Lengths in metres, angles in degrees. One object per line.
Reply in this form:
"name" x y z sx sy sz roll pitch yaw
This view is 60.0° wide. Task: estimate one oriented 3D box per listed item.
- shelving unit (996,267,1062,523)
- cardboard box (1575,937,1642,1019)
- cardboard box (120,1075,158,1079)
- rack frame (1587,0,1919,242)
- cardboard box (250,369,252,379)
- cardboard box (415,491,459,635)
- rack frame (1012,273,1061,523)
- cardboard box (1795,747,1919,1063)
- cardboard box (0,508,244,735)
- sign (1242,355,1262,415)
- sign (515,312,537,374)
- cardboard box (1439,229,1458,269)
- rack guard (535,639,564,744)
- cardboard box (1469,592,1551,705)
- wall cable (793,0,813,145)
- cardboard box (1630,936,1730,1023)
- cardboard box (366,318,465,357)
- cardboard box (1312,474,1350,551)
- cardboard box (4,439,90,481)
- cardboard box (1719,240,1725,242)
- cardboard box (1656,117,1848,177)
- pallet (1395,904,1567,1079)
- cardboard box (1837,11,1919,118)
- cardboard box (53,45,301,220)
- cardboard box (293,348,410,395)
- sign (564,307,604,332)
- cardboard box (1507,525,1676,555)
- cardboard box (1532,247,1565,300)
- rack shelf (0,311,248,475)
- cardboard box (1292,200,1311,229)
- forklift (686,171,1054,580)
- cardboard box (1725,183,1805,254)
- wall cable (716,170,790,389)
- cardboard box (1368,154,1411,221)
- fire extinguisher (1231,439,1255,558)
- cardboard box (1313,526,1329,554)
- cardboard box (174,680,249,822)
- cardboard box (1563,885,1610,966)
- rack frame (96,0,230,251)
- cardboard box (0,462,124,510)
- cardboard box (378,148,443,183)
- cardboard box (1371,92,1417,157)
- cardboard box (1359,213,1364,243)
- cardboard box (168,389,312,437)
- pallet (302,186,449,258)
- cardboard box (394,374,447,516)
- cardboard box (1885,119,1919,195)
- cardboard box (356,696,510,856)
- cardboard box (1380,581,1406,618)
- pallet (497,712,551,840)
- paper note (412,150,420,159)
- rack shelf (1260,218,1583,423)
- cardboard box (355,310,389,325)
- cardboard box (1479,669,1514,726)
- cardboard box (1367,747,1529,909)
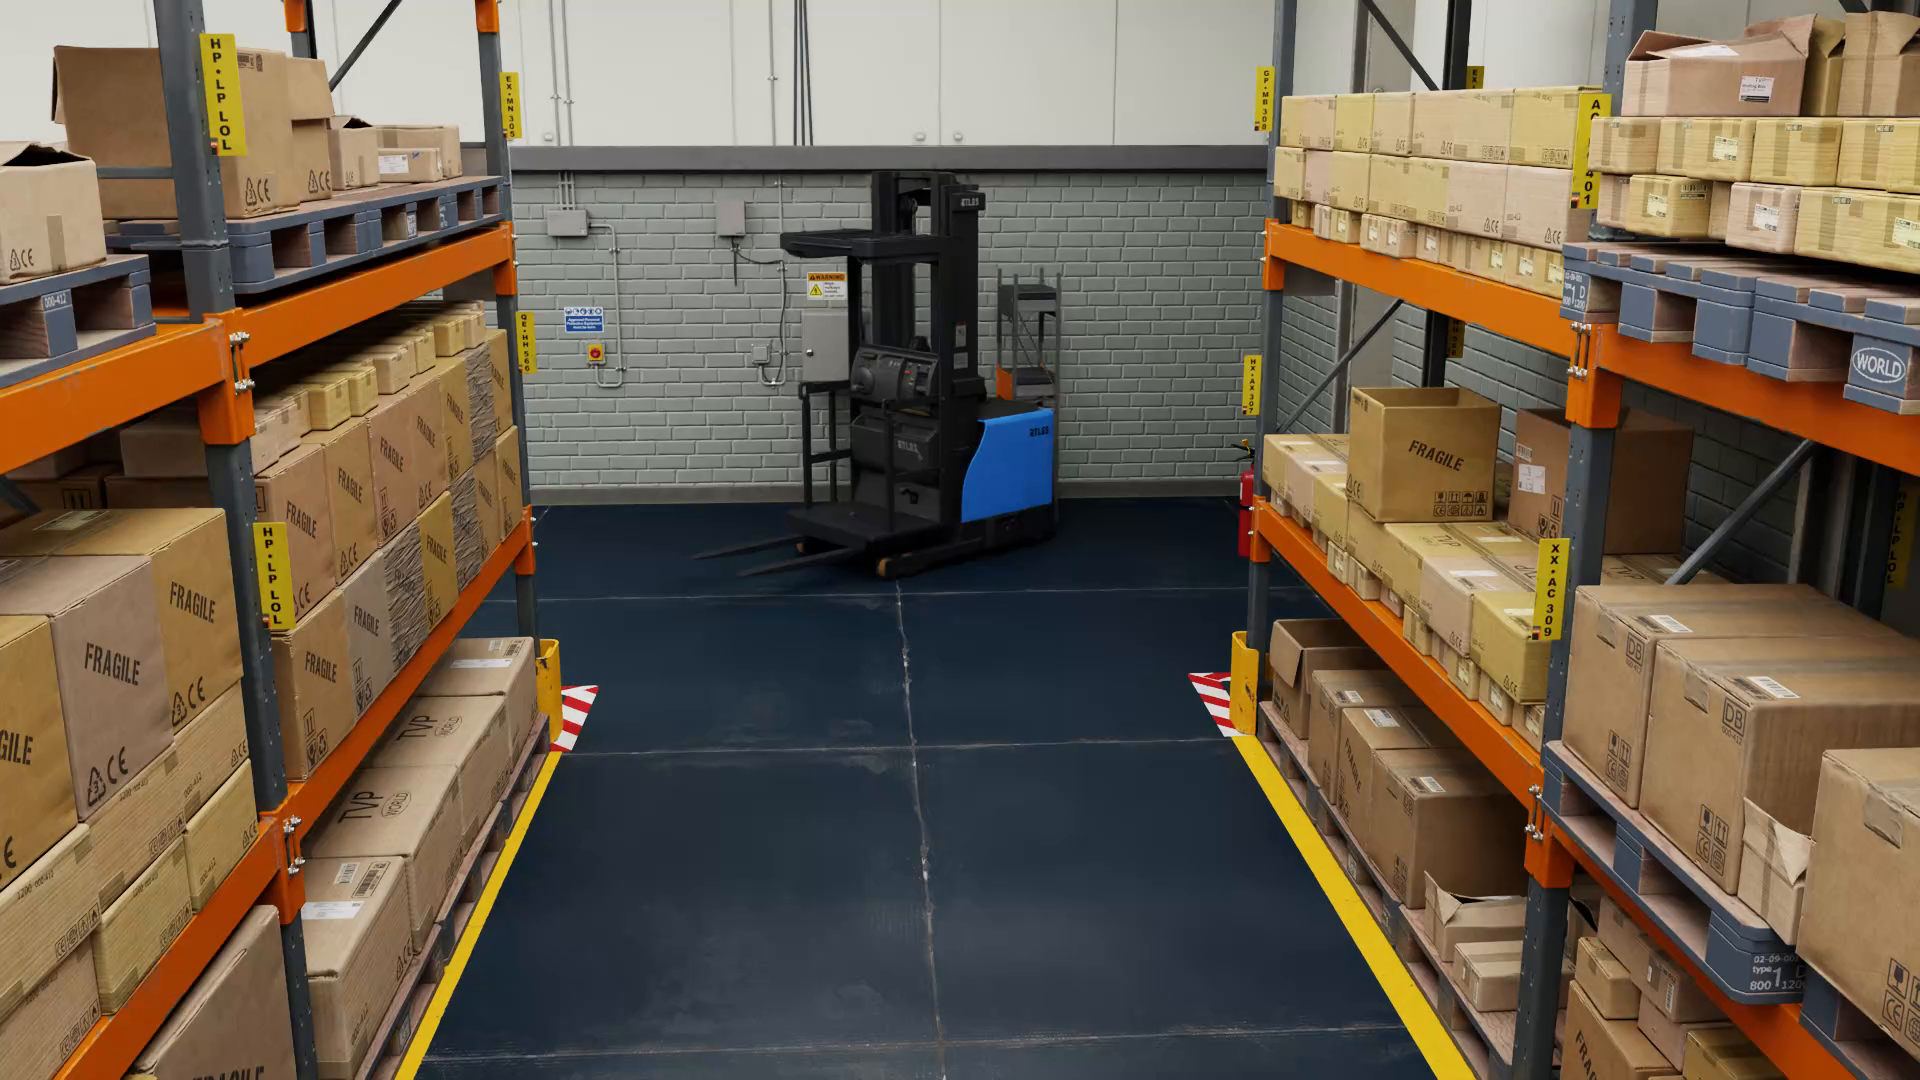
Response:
"shelving unit" 0.570 -1.213 14.025 0.431 2.100 0.503 -4 15 -14
"cardboard box" 2.137 1.350 5.133 0.380 0.149 0.250 0 14 -1
"cardboard box" -2.392 1.844 3.762 0.875 0.875 0.875 0 14 -2
"rack frame" 2.380 -2.342 4.570 1.000 3.000 0.127 -1 14 -3
"cardboard box" -2.957 -0.658 6.553 0.380 0.149 0.250 -1 14 -3
"cardboard box" -2.425 0.094 6.939 0.500 0.500 0.500 0 14 -2
"rack frame" 0.629 -1.154 13.796 0.400 2.100 0.015 -4 15 -14
"cardboard box" 2.267 0.759 3.513 0.700 0.500 0.500 -1 14 -4
"cardboard box" -2.296 0.215 4.463 0.500 0.500 0.500 0 14 -2
"sign" 1.591 -0.842 9.044 0.100 0.325 0.005 -1 14 -3
"sign" -2.279 -1.034 8.728 0.100 0.325 0.005 -1 14 -3
"cardboard box" 2.045 -1.109 6.300 0.380 0.149 0.250 0 14 -2
"rack guard" -2.823 0.851 9.217 1.175 0.500 0.348 -1 14 -3
"cardboard box" 2.105 0.369 5.777 0.500 0.250 0.500 -1 14 -2
"wall cable" 0.078 -4.733 13.785 2.988 3.039 0.133 -1 14 -3
"cardboard box" 2.201 1.269 4.848 0.380 0.149 0.250 -2 15 -6
"cardboard box" -2.485 -0.926 7.596 0.380 0.149 0.250 -1 14 -2
"cardboard box" 1.957 -0.135 7.734 0.500 0.250 0.500 -1 14 -4
"cardboard box" -2.911 -0.278 5.077 0.380 0.149 0.250 -1 14 -5
"cardboard box" 2.633 -1.091 5.432 0.500 0.250 0.500 -1 14 -5
"cardboard box" 2.048 -1.017 4.305 0.380 0.149 0.250 -1 14 -3
"pallet" 2.338 1.743 6.329 1.003 0.211 1.213 -1 14 -3
"cardboard box" 2.517 -1.224 4.277 0.396 0.266 0.258 -1 14 -3
"cardboard box" -2.401 -1.262 5.146 0.500 0.500 0.500 -1 14 -2
"cardboard box" -2.410 -0.668 6.592 0.380 0.149 0.250 -1 14 -3
"sign" -3.246 -1.901 14.354 0.327 0.218 0.001 -1 14 -3
"cardboard box" 2.551 0.111 6.778 0.500 0.250 0.500 -1 14 -2
"cardboard box" 2.063 -0.853 5.305 0.380 0.149 0.250 -1 14 -4
"rack shelf" -2.450 0.034 2.799 1.077 0.370 4.000 -1 14 -3
"cardboard box" 1.920 -1.680 8.520 0.380 0.149 0.250 -1 14 -2
"forklift" -0.659 -1.268 12.572 3.031 2.935 1.130 -13 19 -41
"cardboard box" 2.027 -0.749 3.857 0.380 0.149 0.250 -1 14 -3
"wall cable" -1.780 -2.273 14.301 0.588 1.984 0.122 -1 14 -3
"cardboard box" 2.013 -1.459 6.863 0.500 0.250 0.500 -1 14 -4
"fire extinguisher" 1.662 -0.243 9.355 0.296 0.674 0.183 -1 14 -3
"cardboard box" 1.946 -0.033 8.138 0.380 0.149 0.250 0 14 -2
"cardboard box" -2.304 0.577 4.561 0.500 0.250 0.500 -1 14 -3
"cardboard box" 2.575 1.494 6.253 0.500 0.311 0.500 0 14 -1
"rack frame" -2.574 -2.265 4.269 1.000 3.000 0.127 -1 14 -3
"cardboard box" -2.879 -0.005 5.319 0.500 0.500 0.500 -1 14 -4
"cardboard box" -2.598 -1.723 7.645 0.380 0.149 0.250 -2 15 -8
"cardboard box" 2.008 -1.705 6.816 0.500 0.250 0.500 0 14 -2
"cardboard box" 1.974 -1.362 7.284 0.380 0.149 0.250 -1 14 -4
"cardboard box" -2.424 -0.415 5.611 0.380 0.149 0.250 -1 14 -4
"pallet" -2.687 -1.275 6.621 1.003 0.211 1.213 -1 14 -3
"cardboard box" -2.436 -0.393 6.826 0.500 0.500 0.500 -1 14 -4
"cardboard box" 2.109 -0.763 3.317 0.380 0.149 0.250 -1 14 -3
"cardboard box" -2.616 1.073 7.634 0.875 0.438 0.875 0 14 -2
"cardboard box" 2.030 0.225 7.135 0.380 0.149 0.250 -1 14 -4
"pallet" -2.694 1.194 8.462 1.003 0.211 1.213 -1 14 -3
"paper note" -2.111 -1.499 6.461 0.006 0.032 0.123 -1 14 -3
"rack shelf" 2.256 -1.039 6.967 1.077 0.370 4.000 -1 14 -3
"cardboard box" -2.989 -1.044 8.056 0.380 0.149 0.250 -1 14 -2
"cardboard box" 2.070 0.545 5.892 0.380 0.149 0.250 0 14 -2
"cardboard box" 2.154 1.201 7.014 0.700 0.500 0.500 -1 14 -6
